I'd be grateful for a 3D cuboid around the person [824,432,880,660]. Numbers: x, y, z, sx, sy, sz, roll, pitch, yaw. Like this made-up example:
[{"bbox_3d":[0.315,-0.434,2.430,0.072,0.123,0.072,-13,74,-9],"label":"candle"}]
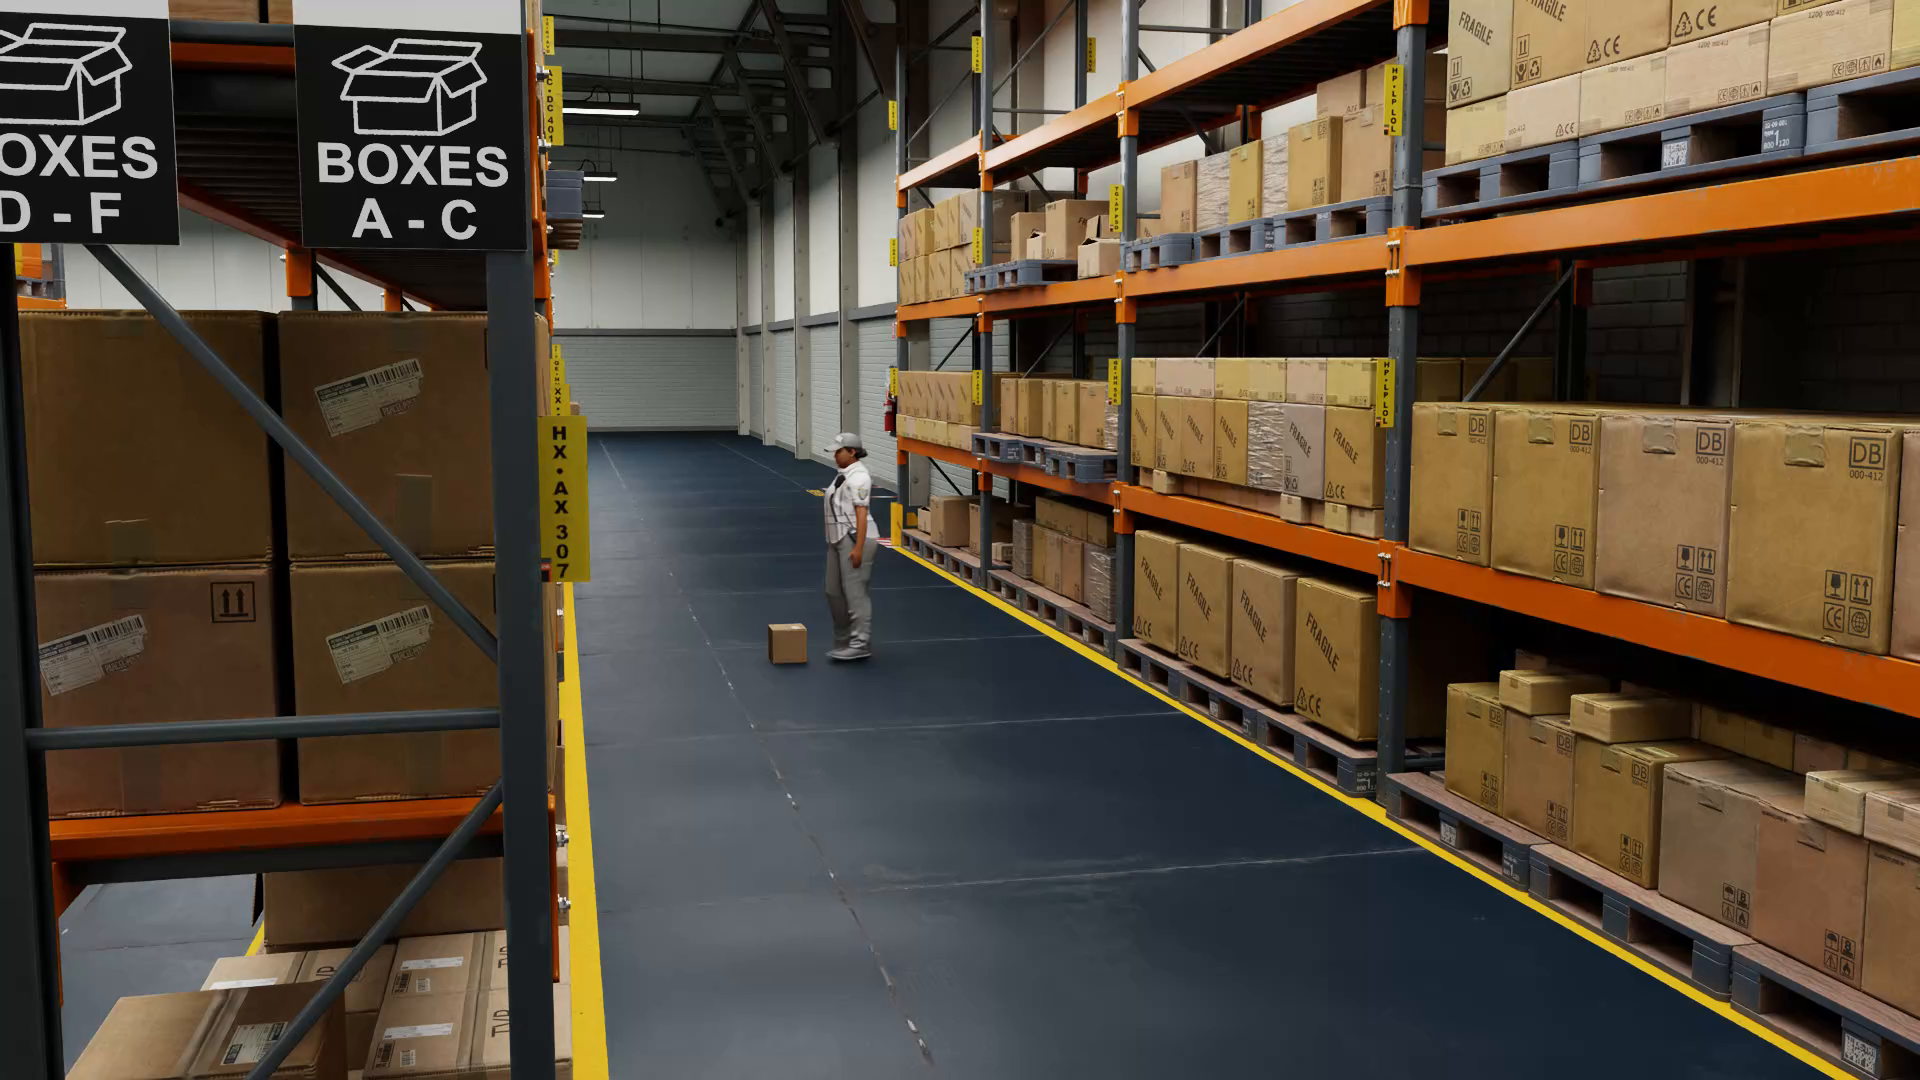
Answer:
[{"bbox_3d":[-0.801,0.065,12.239,0.392,1.714,0.520,-2,7,-19],"label":"person"}]
